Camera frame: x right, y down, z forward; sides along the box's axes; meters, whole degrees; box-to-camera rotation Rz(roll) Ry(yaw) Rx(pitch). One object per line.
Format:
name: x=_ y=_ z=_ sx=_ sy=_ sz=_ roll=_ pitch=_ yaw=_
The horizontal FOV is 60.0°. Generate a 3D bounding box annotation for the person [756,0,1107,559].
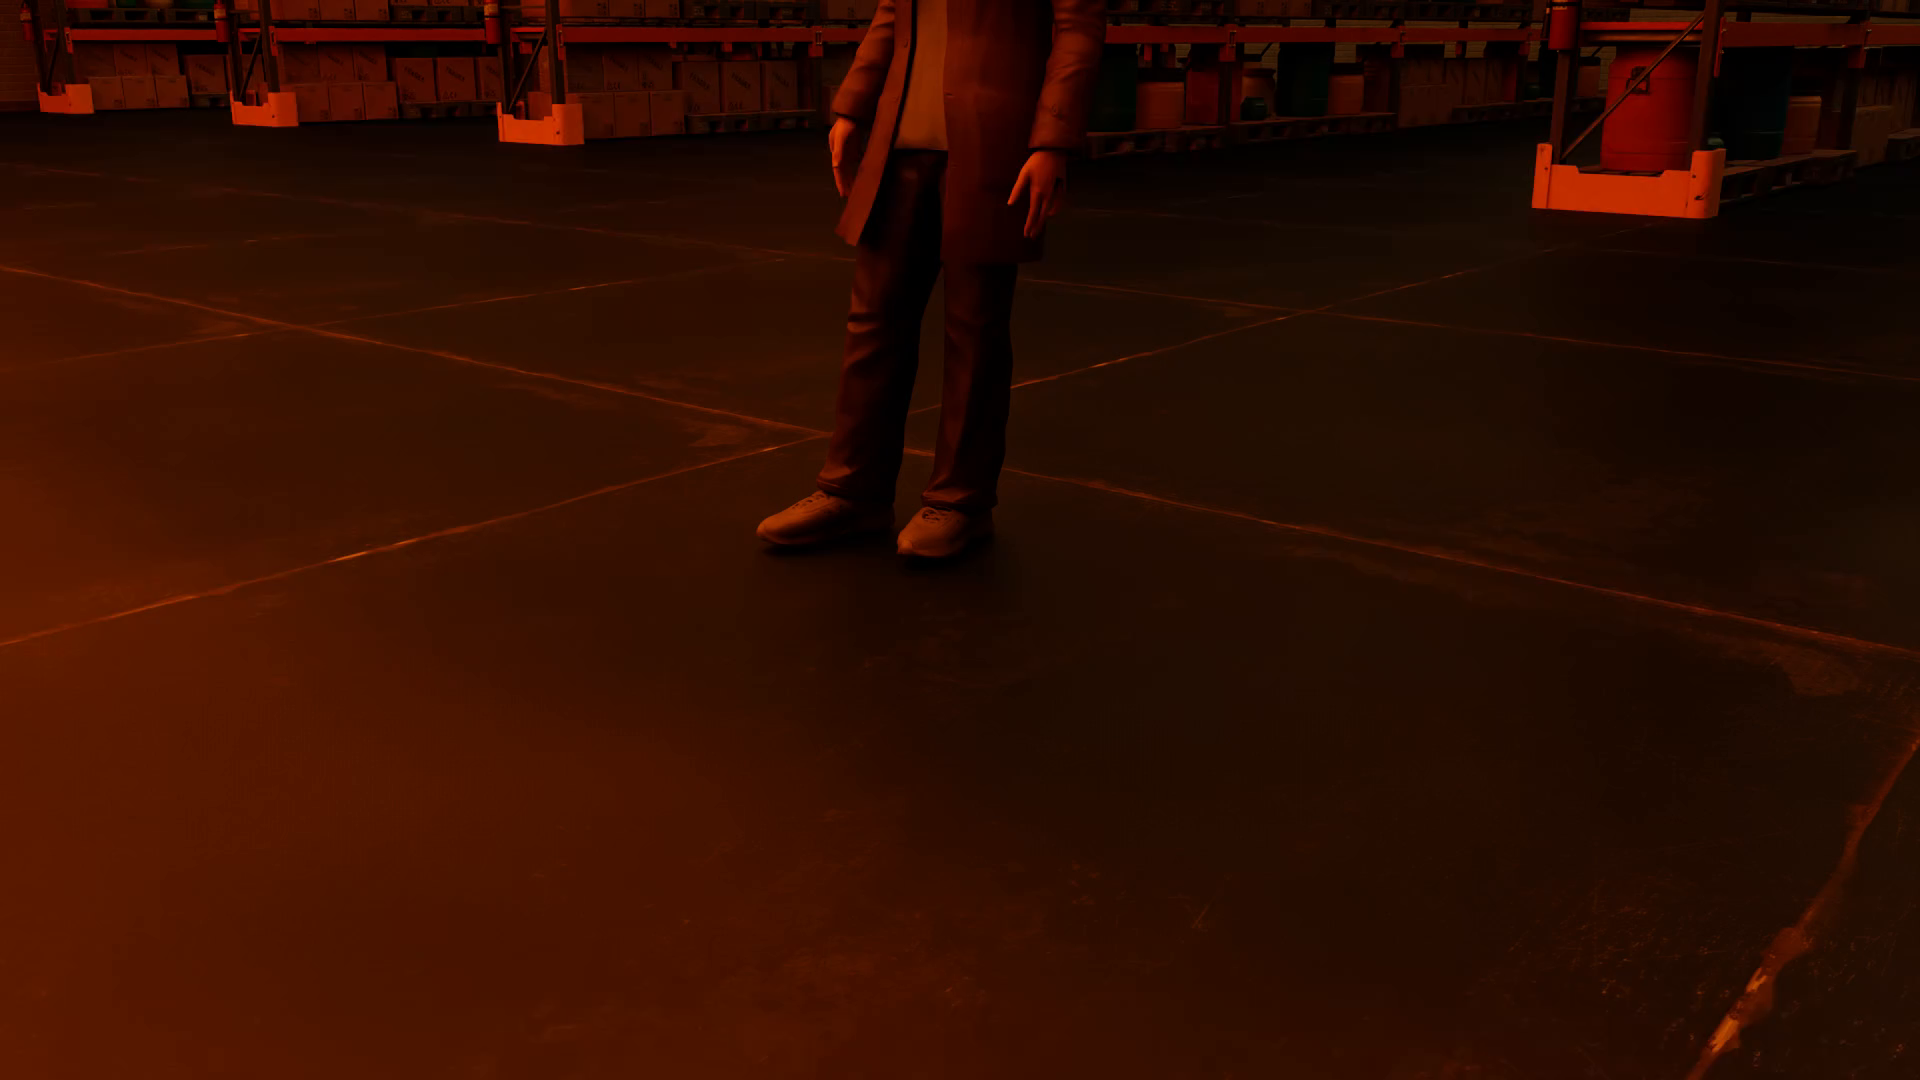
person: x=-0.062 y=-0.838 z=3.618 sx=0.696 sy=1.775 sz=0.582 roll=13 pitch=21 yaw=37
